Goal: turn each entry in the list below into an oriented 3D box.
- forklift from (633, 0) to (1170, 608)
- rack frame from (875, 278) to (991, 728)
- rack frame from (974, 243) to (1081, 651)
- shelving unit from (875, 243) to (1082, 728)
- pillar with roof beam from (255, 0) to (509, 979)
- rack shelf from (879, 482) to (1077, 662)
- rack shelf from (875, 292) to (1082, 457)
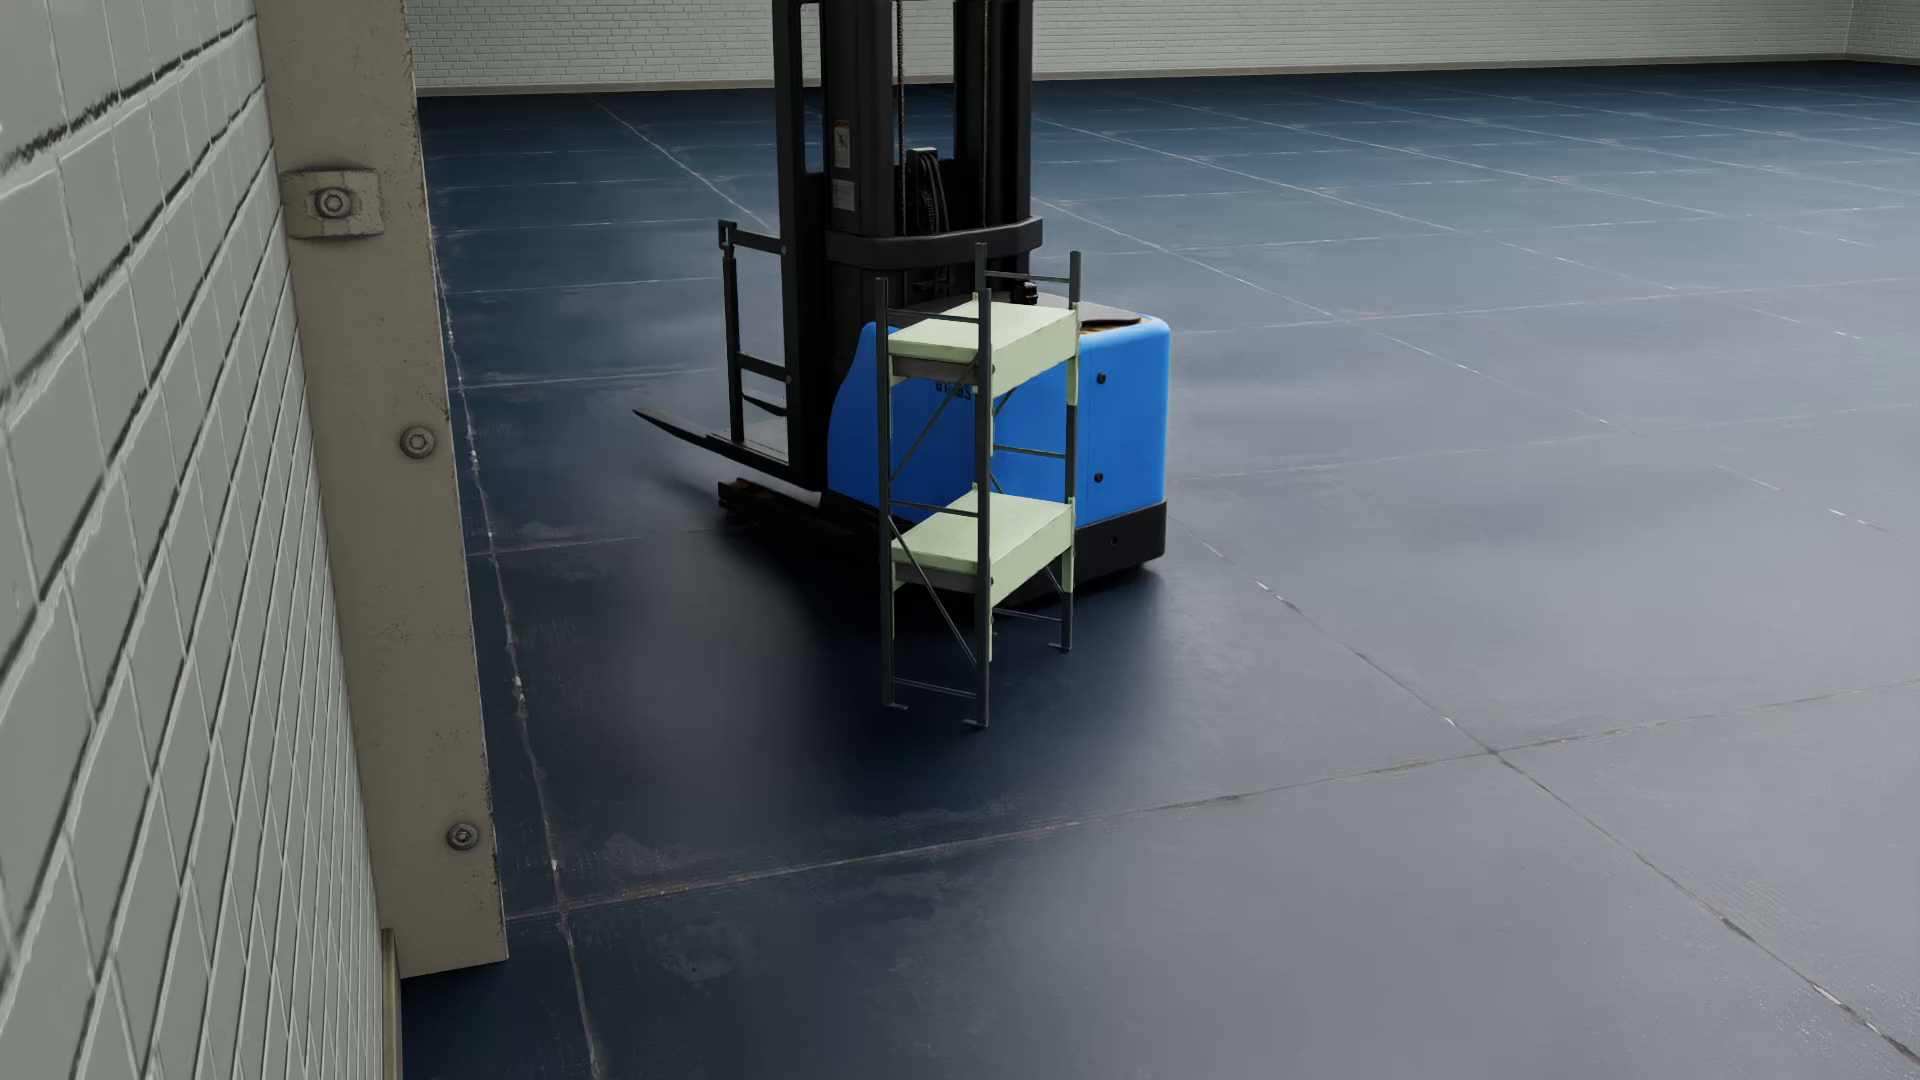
[{"bbox_3d":[-0.469,-1.534,7.352,1.130,2.935,3.031,-16,25,-38],"label":"forklift"},{"bbox_3d":[-0.087,-0.100,5.477,0.400,1.500,0.023,9,22,25],"label":"rack frame"},{"bbox_3d":[0.238,-0.322,6.094,0.400,1.500,0.023,9,22,25],"label":"rack frame"},{"bbox_3d":[0.075,-0.211,5.786,0.431,1.500,0.755,9,22,25],"label":"shelving unit"},{"bbox_3d":[2.695,-3.641,4.241,9.100,9.000,0.400,-6,21,-17],"label":"pillar with roof beam"},{"bbox_3d":[0.075,0.096,5.896,0.431,0.370,0.720,9,22,25],"label":"rack shelf"},{"bbox_3d":[0.075,-0.578,5.654,0.431,0.370,0.720,9,22,25],"label":"rack shelf"}]
